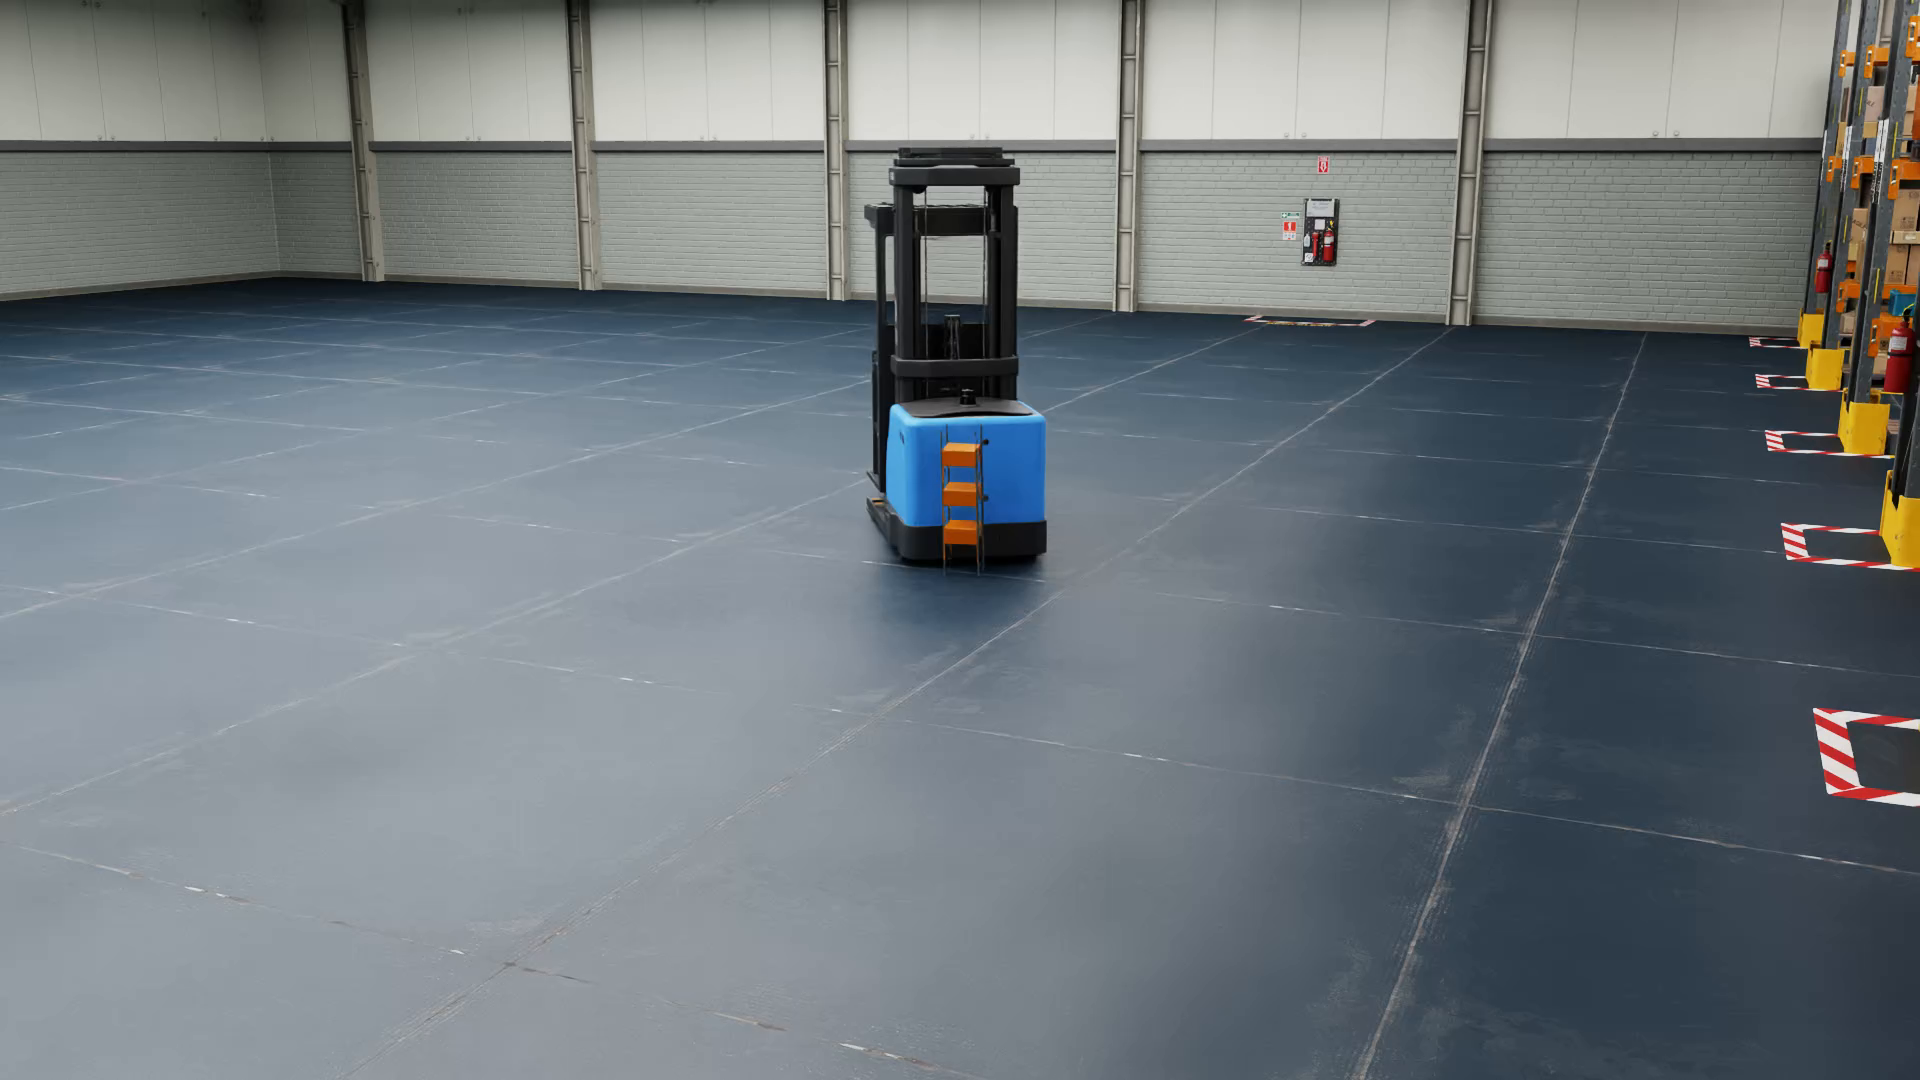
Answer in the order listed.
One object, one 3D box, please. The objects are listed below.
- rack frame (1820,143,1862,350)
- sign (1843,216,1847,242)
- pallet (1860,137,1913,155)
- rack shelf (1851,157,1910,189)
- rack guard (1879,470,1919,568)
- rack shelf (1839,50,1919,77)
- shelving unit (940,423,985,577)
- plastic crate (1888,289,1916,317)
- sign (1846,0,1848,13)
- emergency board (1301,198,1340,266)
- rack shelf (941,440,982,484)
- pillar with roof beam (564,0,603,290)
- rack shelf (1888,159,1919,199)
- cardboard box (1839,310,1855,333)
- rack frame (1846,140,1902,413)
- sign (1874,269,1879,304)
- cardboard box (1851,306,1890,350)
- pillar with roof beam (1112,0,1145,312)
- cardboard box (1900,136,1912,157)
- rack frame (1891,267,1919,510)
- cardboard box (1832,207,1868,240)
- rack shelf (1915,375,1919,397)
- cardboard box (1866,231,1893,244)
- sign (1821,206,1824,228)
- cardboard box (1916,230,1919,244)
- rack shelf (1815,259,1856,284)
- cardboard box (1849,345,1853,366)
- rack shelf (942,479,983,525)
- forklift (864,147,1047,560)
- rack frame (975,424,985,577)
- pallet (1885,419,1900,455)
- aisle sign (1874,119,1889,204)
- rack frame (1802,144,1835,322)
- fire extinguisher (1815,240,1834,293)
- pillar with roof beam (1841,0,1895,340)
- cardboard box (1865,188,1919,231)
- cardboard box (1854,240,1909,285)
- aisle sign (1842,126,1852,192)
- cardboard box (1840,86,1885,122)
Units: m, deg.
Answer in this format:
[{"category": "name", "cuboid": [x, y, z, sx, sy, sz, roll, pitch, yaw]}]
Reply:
[{"category": "rack frame", "cuboid": [11.047, -3.455, 20.912, 0.127, 3.000, 1.000, 6, 14, 23]}, {"category": "sign", "cuboid": [10.817, -3.799, 20.312, 0.005, 0.325, 0.100, 6, 14, 23]}, {"category": "pallet", "cuboid": [11.683, -4.801, 20.277, 1.213, 0.211, 1.003, 6, 14, 23]}, {"category": "rack shelf", "cuboid": [12.876, -4.380, 19.862, 4.000, 0.370, 1.077, 6, 14, 23]}, {"category": "rack guard", "cuboid": [7.101, -0.162, 12.351, 0.348, 0.500, 1.175, 6, 14, 23]}, {"category": "rack shelf", "cuboid": [14.879, -6.874, 23.931, 4.000, 0.370, 1.077, 6, 14, 23]}, {"category": "shelving unit", "cuboid": [0.020, -0.275, 11.591, 0.252, 1.050, 0.215, 3, 19, 12]}, {"category": "plastic crate", "cuboid": [9.616, -2.364, 16.590, 0.616, 0.251, 0.499, 6, 14, 23]}, {"category": "sign", "cuboid": [12.830, -7.790, 24.038, 0.005, 0.325, 0.100, 6, 14, 23]}, {"category": "emergency board", "cuboid": [6.311, -5.397, 29.191, 0.643, 1.169, 0.194, 6, 14, 23]}, {"category": "rack shelf", "cuboid": [0.014, -0.534, 11.505, 0.240, 0.259, 0.215, 3, 19, 12]}, {"category": "pillar with roof beam", "cuboid": [-9.646, -8.848, 30.763, 0.400, 9.000, 9.100, 6, 14, 23]}, {"category": "rack shelf", "cuboid": [10.866, -3.346, 15.455, 4.000, 0.370, 1.077, 6, 14, 23]}, {"category": "cardboard box", "cuboid": [13.646, -3.312, 25.226, 0.500, 0.311, 0.500, 4, 14, 17]}, {"category": "rack frame", "cuboid": [9.037, -2.420, 16.504, 0.127, 3.000, 1.000, 6, 14, 23]}, {"category": "sign", "cuboid": [8.810, -2.441, 15.984, 0.005, 0.325, 0.100, 6, 14, 23]}, {"category": "cardboard box", "cuboid": [11.658, -2.698, 21.146, 0.500, 0.500, 0.500, 6, 14, 23]}, {"category": "pillar with roof beam", "cuboid": [1.325, -7.737, 26.031, 0.400, 9.000, 9.100, 6, 14, 23]}, {"category": "cardboard box", "cuboid": [13.731, -5.868, 24.368, 0.500, 0.500, 0.500, 7, 15, 27]}, {"category": "rack frame", "cuboid": [7.031, -1.386, 12.095, 0.127, 3.000, 1.000, 6, 14, 23]}, {"category": "cardboard box", "cuboid": [13.567, -4.792, 25.255, 0.500, 0.500, 0.500, 6, 14, 23]}, {"category": "rack shelf", "cuboid": [8.860, -0.851, 11.389, 4.000, 0.370, 1.077, 6, 14, 23]}, {"category": "cardboard box", "cuboid": [11.319, -3.738, 20.480, 0.250, 0.149, 0.380, 6, 14, 23]}, {"category": "sign", "cuboid": [12.830, -4.798, 24.741, 0.005, 0.325, 0.100, 6, 14, 23]}, {"category": "cardboard box", "cuboid": [11.789, -3.691, 20.278, 0.250, 0.149, 0.380, 6, 14, 23]}, {"category": "rack shelf", "cuboid": [14.879, -3.954, 24.616, 4.000, 0.370, 1.077, 6, 14, 23]}, {"category": "cardboard box", "cuboid": [11.657, -2.333, 21.229, 0.500, 0.250, 0.500, 6, 14, 23]}, {"category": "rack shelf", "cuboid": [0.021, -0.265, 11.594, 0.240, 0.259, 0.215, 3, 19, 12]}, {"category": "forklift", "cuboid": [-0.148, -1.574, 13.049, 1.130, 2.935, 3.031, -2, 13, -10]}, {"category": "rack frame", "cuboid": [0.139, -0.269, 11.565, 0.008, 1.050, 0.200, 3, 19, 12]}, {"category": "pallet", "cuboid": [9.866, -0.989, 16.509, 1.213, 0.211, 1.003, 6, 14, 23]}, {"category": "aisle sign", "cuboid": [8.853, -3.632, 15.975, 0.004, 0.787, 0.394, 6, 14, 23]}, {"category": "rack frame", "cuboid": [13.050, -4.490, 25.323, 0.127, 3.000, 1.000, 6, 14, 23]}, {"category": "fire extinguisher", "cuboid": [11.127, -3.525, 21.381, 0.183, 0.674, 0.296, 6, 14, 23]}, {"category": "pillar with roof beam", "cuboid": [12.297, -6.627, 21.299, 0.400, 9.000, 9.100, 6, 14, 23]}, {"category": "cardboard box", "cuboid": [11.517, -4.084, 20.536, 0.500, 0.500, 0.700, 6, 14, 23]}, {"category": "cardboard box", "cuboid": [11.469, -3.458, 20.705, 0.500, 0.500, 0.700, 6, 14, 23]}, {"category": "aisle sign", "cuboid": [10.863, -4.662, 20.368, 0.004, 0.787, 0.394, 6, 14, 23]}, {"category": "cardboard box", "cuboid": [13.304, -6.409, 24.484, 0.500, 0.500, 0.500, 5, 14, 19]}]
